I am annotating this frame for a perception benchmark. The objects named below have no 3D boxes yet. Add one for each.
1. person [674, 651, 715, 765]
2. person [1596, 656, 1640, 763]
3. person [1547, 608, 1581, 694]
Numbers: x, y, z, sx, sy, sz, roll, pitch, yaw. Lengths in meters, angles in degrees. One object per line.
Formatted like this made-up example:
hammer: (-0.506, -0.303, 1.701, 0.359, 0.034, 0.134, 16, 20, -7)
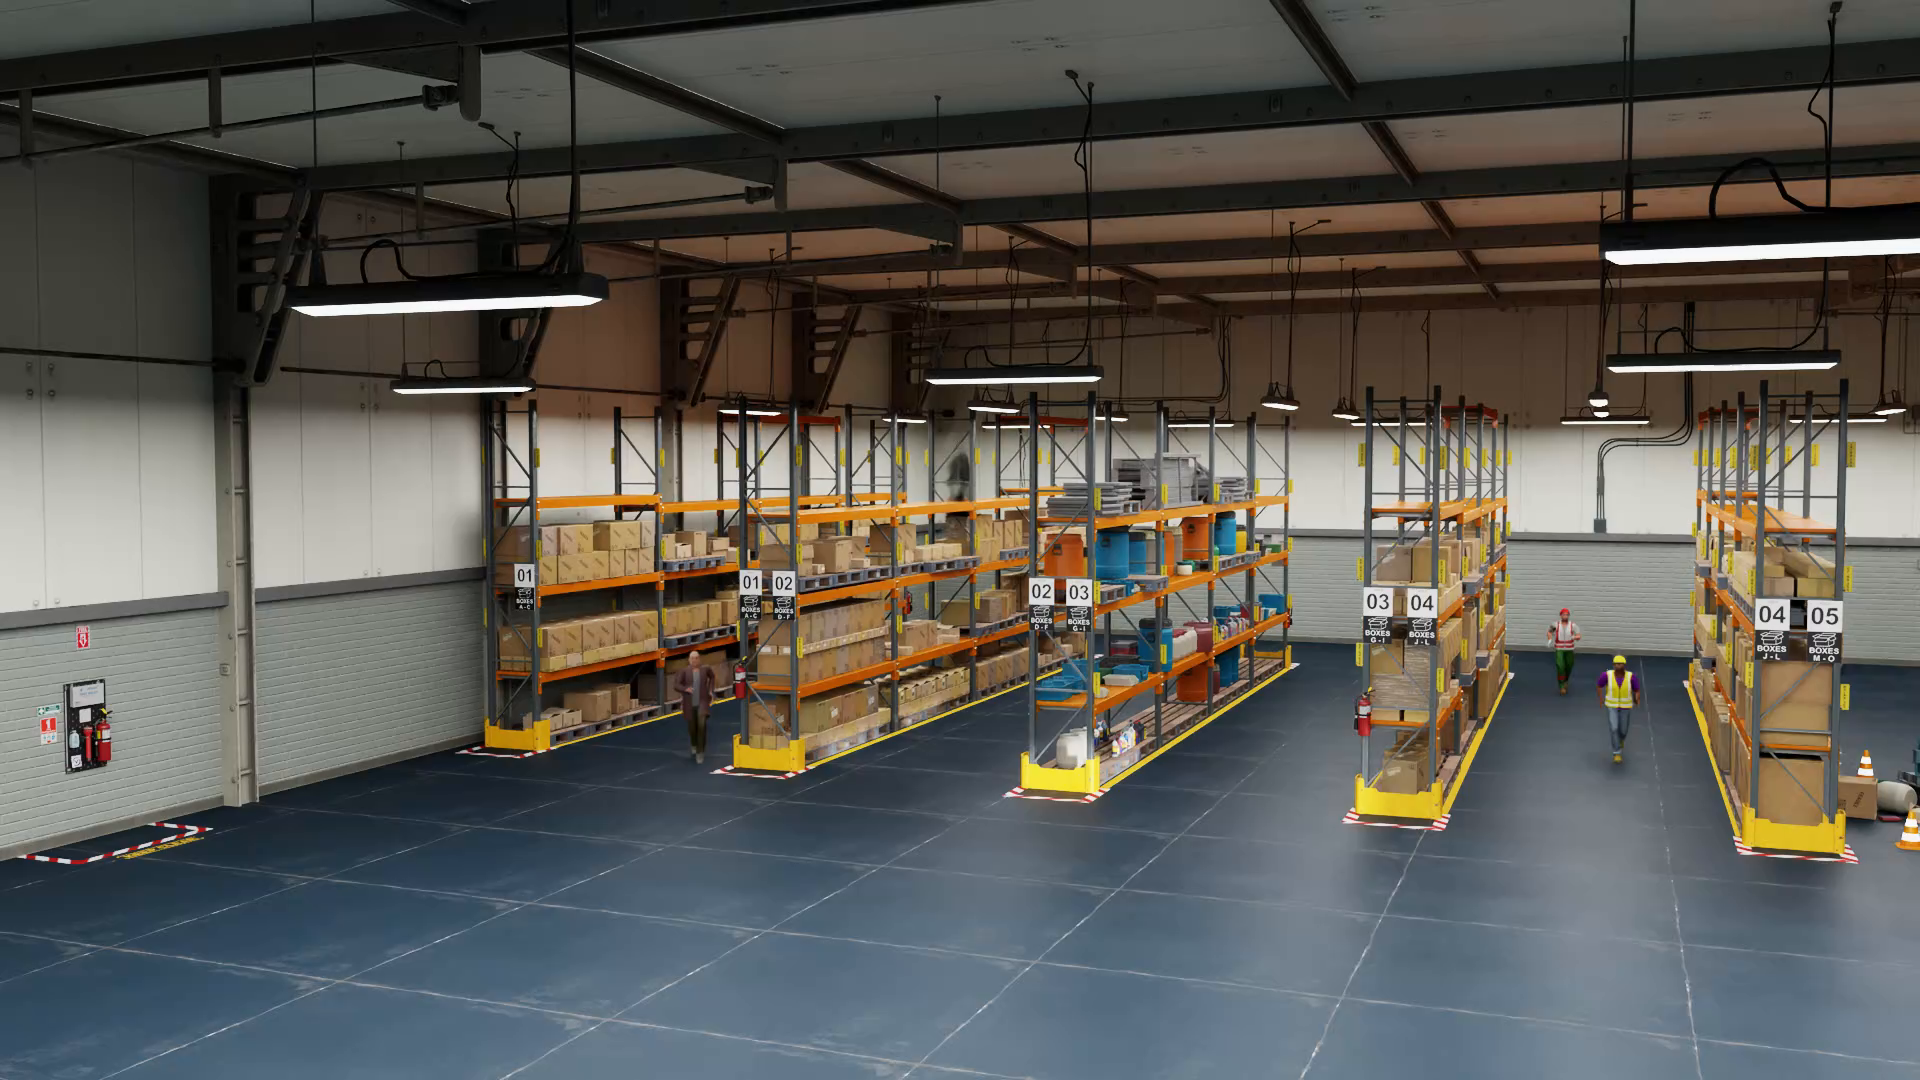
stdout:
person: (-4.397, 2.752, 27.561, 0.678, 1.844, 0.931, 0, 3, -8)
person: (10.955, 2.778, 27.695, 0.679, 1.747, 0.846, 1, 3, 16)
person: (12.835, 2.338, 35.320, 0.661, 1.769, 1.003, 1, 3, 13)
